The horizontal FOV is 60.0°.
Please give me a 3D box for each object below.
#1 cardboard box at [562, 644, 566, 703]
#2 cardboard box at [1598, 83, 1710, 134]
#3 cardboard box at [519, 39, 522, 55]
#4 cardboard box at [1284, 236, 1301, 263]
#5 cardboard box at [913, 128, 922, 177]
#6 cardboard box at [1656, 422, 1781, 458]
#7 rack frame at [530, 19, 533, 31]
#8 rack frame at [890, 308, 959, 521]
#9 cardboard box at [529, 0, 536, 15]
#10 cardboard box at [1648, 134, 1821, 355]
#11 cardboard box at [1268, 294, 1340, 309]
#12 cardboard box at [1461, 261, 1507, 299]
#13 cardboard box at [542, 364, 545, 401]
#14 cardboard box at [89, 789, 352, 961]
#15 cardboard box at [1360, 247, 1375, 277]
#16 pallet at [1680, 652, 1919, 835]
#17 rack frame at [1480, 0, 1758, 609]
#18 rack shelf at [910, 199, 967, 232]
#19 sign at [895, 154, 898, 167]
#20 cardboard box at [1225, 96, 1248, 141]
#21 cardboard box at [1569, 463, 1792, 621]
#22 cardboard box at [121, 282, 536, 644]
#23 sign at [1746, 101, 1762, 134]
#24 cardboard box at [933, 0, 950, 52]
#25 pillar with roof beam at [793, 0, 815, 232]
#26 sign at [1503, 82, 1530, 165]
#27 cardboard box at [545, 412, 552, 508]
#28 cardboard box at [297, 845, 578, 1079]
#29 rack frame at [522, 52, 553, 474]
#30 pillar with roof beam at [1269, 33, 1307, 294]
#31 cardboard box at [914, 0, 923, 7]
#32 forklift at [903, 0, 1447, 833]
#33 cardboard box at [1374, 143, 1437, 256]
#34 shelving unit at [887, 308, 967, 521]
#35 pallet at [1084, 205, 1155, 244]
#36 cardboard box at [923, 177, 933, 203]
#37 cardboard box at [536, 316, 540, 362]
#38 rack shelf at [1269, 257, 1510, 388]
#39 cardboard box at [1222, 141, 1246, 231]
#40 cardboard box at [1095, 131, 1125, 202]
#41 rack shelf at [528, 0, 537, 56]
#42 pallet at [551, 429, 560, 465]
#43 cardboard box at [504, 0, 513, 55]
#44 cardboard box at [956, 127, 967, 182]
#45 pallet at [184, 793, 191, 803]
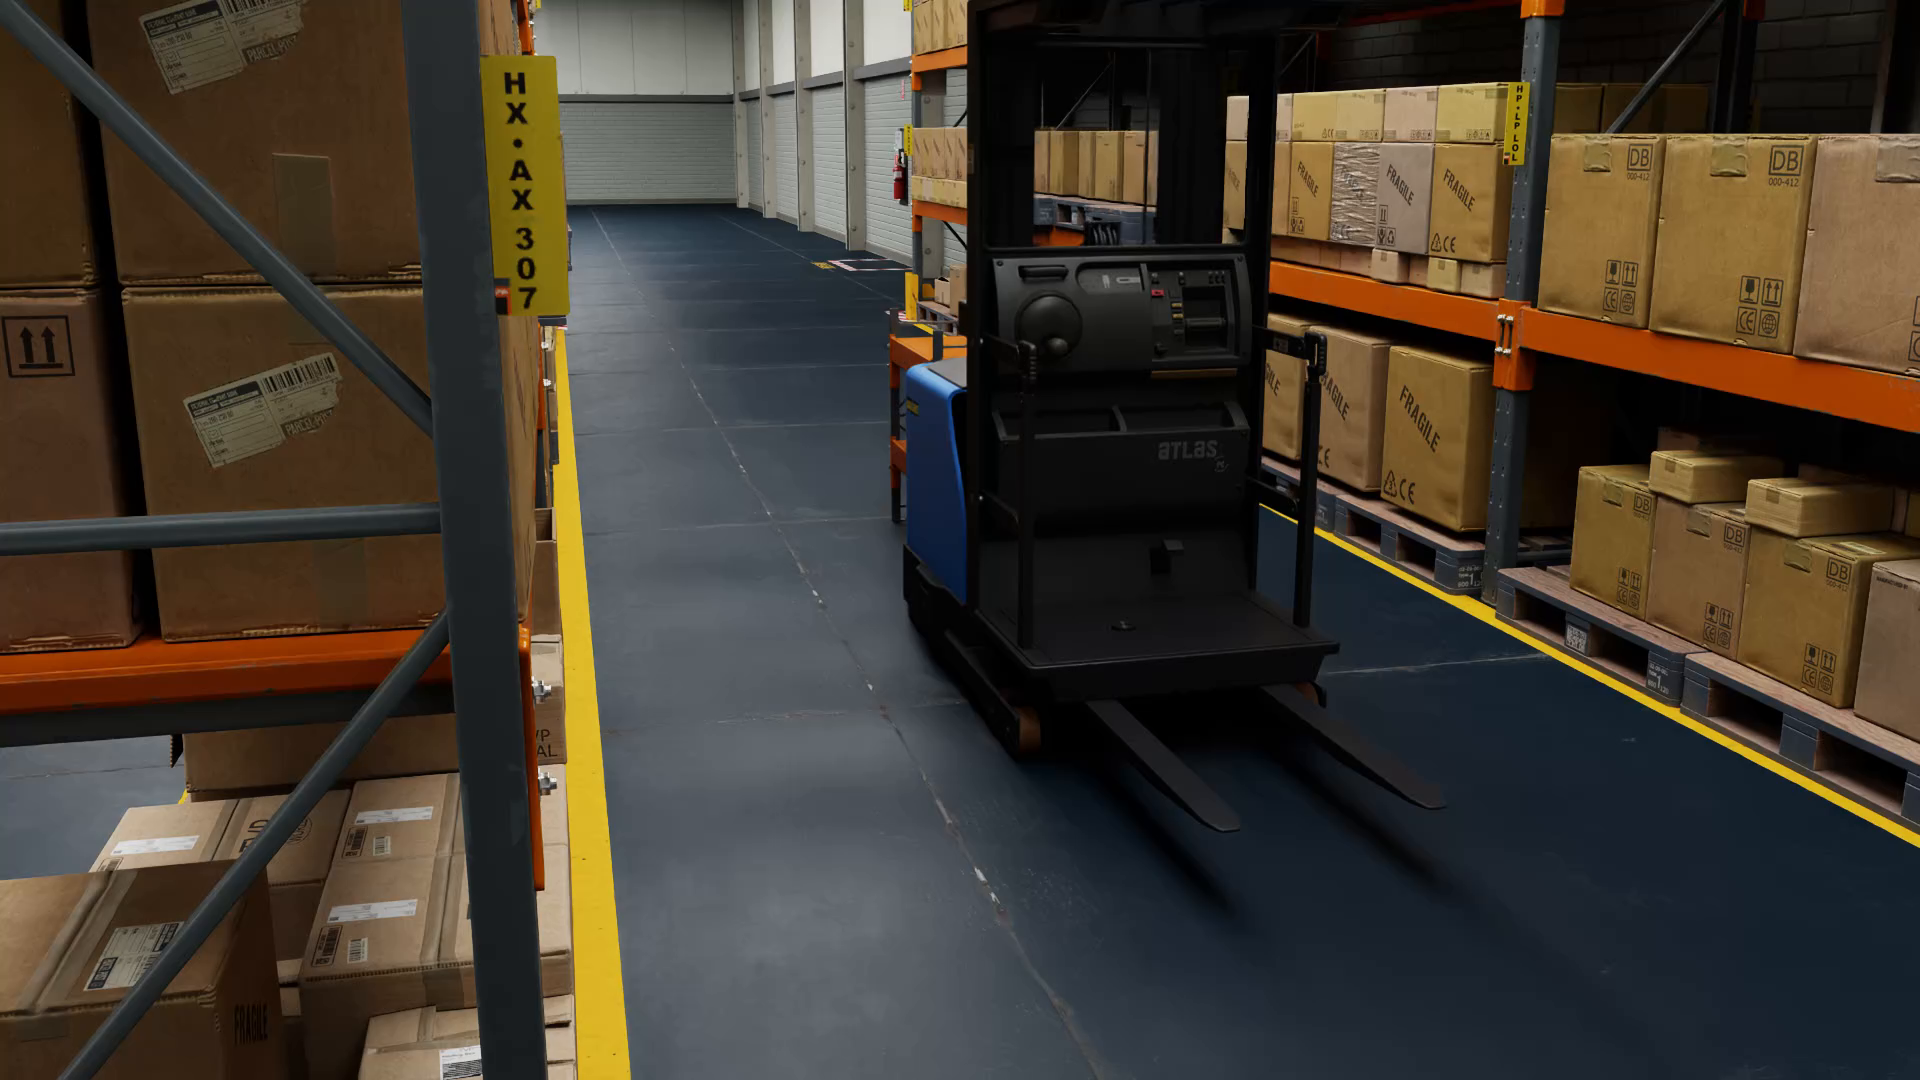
[{"bbox_3d":[-1.470,0.448,5.354,0.380,0.149,0.250,-3,14,-13],"label":"cardboard box"},{"bbox_3d":[2.934,-1.887,7.371,0.500,0.250,0.500,-3,14,-11],"label":"cardboard box"},{"bbox_3d":[-1.655,-1.354,5.333,0.500,0.500,0.500,-3,14,-13],"label":"cardboard box"},{"bbox_3d":[2.031,-1.626,9.248,0.380,0.149,0.250,-3,14,-12],"label":"cardboard box"},{"bbox_3d":[-0.210,-4.142,17.754,0.500,0.500,0.500,-3,14,-13],"label":"cardboard box"},{"bbox_3d":[3.024,-0.370,6.638,0.380,0.149,0.250,-3,14,-14],"label":"cardboard box"},{"bbox_3d":[-4.844,-6.605,16.501,1.000,3.000,0.127,-3,14,-13],"label":"rack frame"},{"bbox_3d":[-0.118,-0.662,8.767,0.500,1.125,0.032,-3,14,-13],"label":"rack frame"},{"bbox_3d":[-4.186,-4.997,15.249,0.500,0.311,0.500,-2,14,-7],"label":"cardboard box"},{"bbox_3d":[3.066,-1.050,5.774,0.980,0.700,0.700,-4,14,-15],"label":"cardboard box"},{"bbox_3d":[1.894,-1.105,10.274,0.750,0.750,0.750,-3,14,-14],"label":"cardboard box"},{"bbox_3d":[2.434,-1.149,7.298,0.380,0.149,0.250,-3,14,-13],"label":"cardboard box"},{"bbox_3d":[-2.255,-0.758,7.968,0.500,0.250,0.500,-4,14,-14],"label":"cardboard box"},{"bbox_3d":[-1.647,0.790,3.740,0.500,0.250,0.500,-3,14,-13],"label":"cardboard box"},{"bbox_3d":[2.223,-1.386,8.267,0.380,0.149,0.250,-3,14,-13],"label":"cardboard box"},{"bbox_3d":[3.181,0.617,5.456,1.003,0.211,1.213,-3,14,-13],"label":"pallet"},{"bbox_3d":[2.789,-1.199,7.016,1.000,3.000,0.127,-3,14,-13],"label":"rack frame"},{"bbox_3d":[0.440,-3.157,16.544,1.077,0.370,4.000,-3,14,-13],"label":"rack shelf"},{"bbox_3d":[-1.006,-5.961,26.432,0.001,0.329,0.234,-3,14,-13],"label":"sign"},{"bbox_3d":[1.832,-2.446,9.659,0.500,0.250,0.500,-3,14,-14],"label":"cardboard box"},{"bbox_3d":[2.865,-0.011,6.533,0.700,0.500,0.500,-3,14,-12],"label":"cardboard box"},{"bbox_3d":[-0.934,-0.165,2.572,0.500,0.500,0.500,-3,14,-12],"label":"cardboard box"},{"bbox_3d":[3.328,-1.690,7.031,0.100,0.325,0.005,-3,14,-13],"label":"sign"},{"bbox_3d":[0.023,-5.146,16.599,0.500,0.500,0.500,-3,14,-11],"label":"cardboard box"},{"bbox_3d":[-7.436,-10.681,33.186,9.100,9.000,0.400,-3,14,-13],"label":"pillar with roof beam"},{"bbox_3d":[2.264,-1.691,6.755,0.100,0.325,0.005,-3,14,-13],"label":"sign"},{"bbox_3d":[-2.267,-0.402,8.091,0.500,0.500,0.500,-4,14,-15],"label":"cardboard box"},{"bbox_3d":[-1.056,0.866,3.429,0.500,0.250,0.500,-3,14,-13],"label":"cardboard box"},{"bbox_3d":[-2.965,-1.845,9.659,1.000,3.000,0.127,-3,14,-13],"label":"rack frame"},{"bbox_3d":[-1.800,-5.144,10.523,9.100,9.000,0.400,-3,14,-13],"label":"pillar with roof beam"},{"bbox_3d":[-0.175,-5.866,17.439,0.500,0.500,0.500,-4,14,-17],"label":"cardboard box"},{"bbox_3d":[0.624,-0.811,5.572,1.130,2.935,3.031,-4,14,-14],"label":"forklift"},{"bbox_3d":[2.306,-1.612,7.824,0.500,0.500,0.500,-3,14,-13],"label":"cardboard box"},{"bbox_3d":[0.002,-0.545,8.287,0.538,1.125,1.048,-3,14,-13],"label":"shelving unit"},{"bbox_3d":[1.578,-2.187,11.464,1.213,0.211,1.003,-3,14,-13],"label":"pallet"},{"bbox_3d":[-0.088,-3.655,17.342,0.500,0.250,0.500,-4,14,-15],"label":"cardboard box"},{"bbox_3d":[-1.536,-0.751,4.970,0.500,0.500,0.500,-3,14,-12],"label":"cardboard box"},{"bbox_3d":[2.319,-1.311,8.989,1.077,0.370,4.000,-3,14,-13],"label":"rack shelf"},{"bbox_3d":[1.829,-2.077,9.729,0.500,0.500,0.500,-3,14,-11],"label":"cardboard box"},{"bbox_3d":[1.415,-2.778,12.341,0.700,0.500,0.500,-3,14,-13],"label":"cardboard box"},{"bbox_3d":[-3.435,-3.414,11.277,1.077,0.370,4.000,-3,14,-13],"label":"rack shelf"},{"bbox_3d":[-3.120,-0.683,10.776,1.003,0.211,1.213,-3,14,-13],"label":"pallet"},{"bbox_3d":[-1.177,-0.887,3.419,0.500,0.500,0.500,-3,14,-12],"label":"cardboard box"},{"bbox_3d":[0.268,-3.669,15.820,0.500,0.500,0.500,-4,14,-15],"label":"cardboard box"},{"bbox_3d":[-1.575,0.873,4.410,1.003,0.211,1.213,-3,14,-13],"label":"pallet"}]
